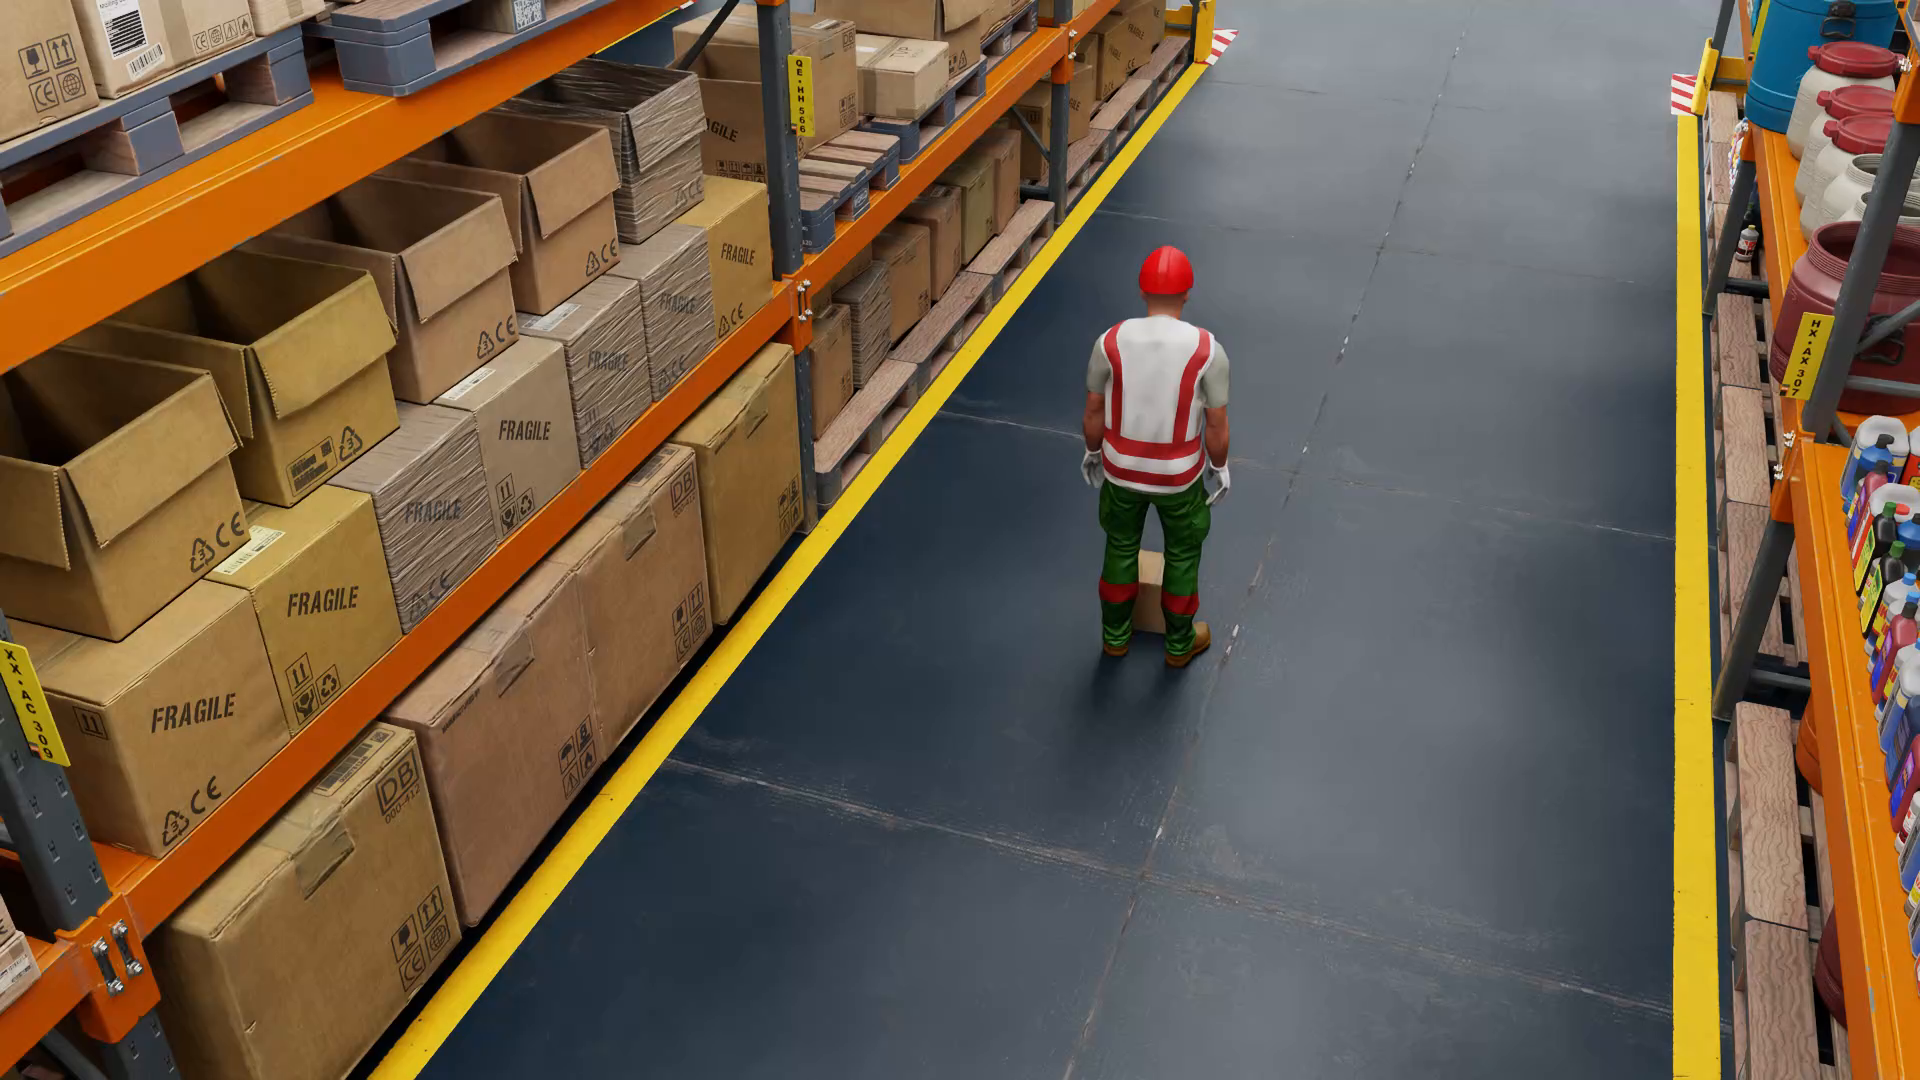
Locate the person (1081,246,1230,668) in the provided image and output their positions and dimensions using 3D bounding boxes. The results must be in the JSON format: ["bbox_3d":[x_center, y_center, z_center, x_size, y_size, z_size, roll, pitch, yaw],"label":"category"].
[{"bbox_3d":[0.775,-0.297,6.585,0.597,1.778,0.450,10,34,15],"label":"person"}]
